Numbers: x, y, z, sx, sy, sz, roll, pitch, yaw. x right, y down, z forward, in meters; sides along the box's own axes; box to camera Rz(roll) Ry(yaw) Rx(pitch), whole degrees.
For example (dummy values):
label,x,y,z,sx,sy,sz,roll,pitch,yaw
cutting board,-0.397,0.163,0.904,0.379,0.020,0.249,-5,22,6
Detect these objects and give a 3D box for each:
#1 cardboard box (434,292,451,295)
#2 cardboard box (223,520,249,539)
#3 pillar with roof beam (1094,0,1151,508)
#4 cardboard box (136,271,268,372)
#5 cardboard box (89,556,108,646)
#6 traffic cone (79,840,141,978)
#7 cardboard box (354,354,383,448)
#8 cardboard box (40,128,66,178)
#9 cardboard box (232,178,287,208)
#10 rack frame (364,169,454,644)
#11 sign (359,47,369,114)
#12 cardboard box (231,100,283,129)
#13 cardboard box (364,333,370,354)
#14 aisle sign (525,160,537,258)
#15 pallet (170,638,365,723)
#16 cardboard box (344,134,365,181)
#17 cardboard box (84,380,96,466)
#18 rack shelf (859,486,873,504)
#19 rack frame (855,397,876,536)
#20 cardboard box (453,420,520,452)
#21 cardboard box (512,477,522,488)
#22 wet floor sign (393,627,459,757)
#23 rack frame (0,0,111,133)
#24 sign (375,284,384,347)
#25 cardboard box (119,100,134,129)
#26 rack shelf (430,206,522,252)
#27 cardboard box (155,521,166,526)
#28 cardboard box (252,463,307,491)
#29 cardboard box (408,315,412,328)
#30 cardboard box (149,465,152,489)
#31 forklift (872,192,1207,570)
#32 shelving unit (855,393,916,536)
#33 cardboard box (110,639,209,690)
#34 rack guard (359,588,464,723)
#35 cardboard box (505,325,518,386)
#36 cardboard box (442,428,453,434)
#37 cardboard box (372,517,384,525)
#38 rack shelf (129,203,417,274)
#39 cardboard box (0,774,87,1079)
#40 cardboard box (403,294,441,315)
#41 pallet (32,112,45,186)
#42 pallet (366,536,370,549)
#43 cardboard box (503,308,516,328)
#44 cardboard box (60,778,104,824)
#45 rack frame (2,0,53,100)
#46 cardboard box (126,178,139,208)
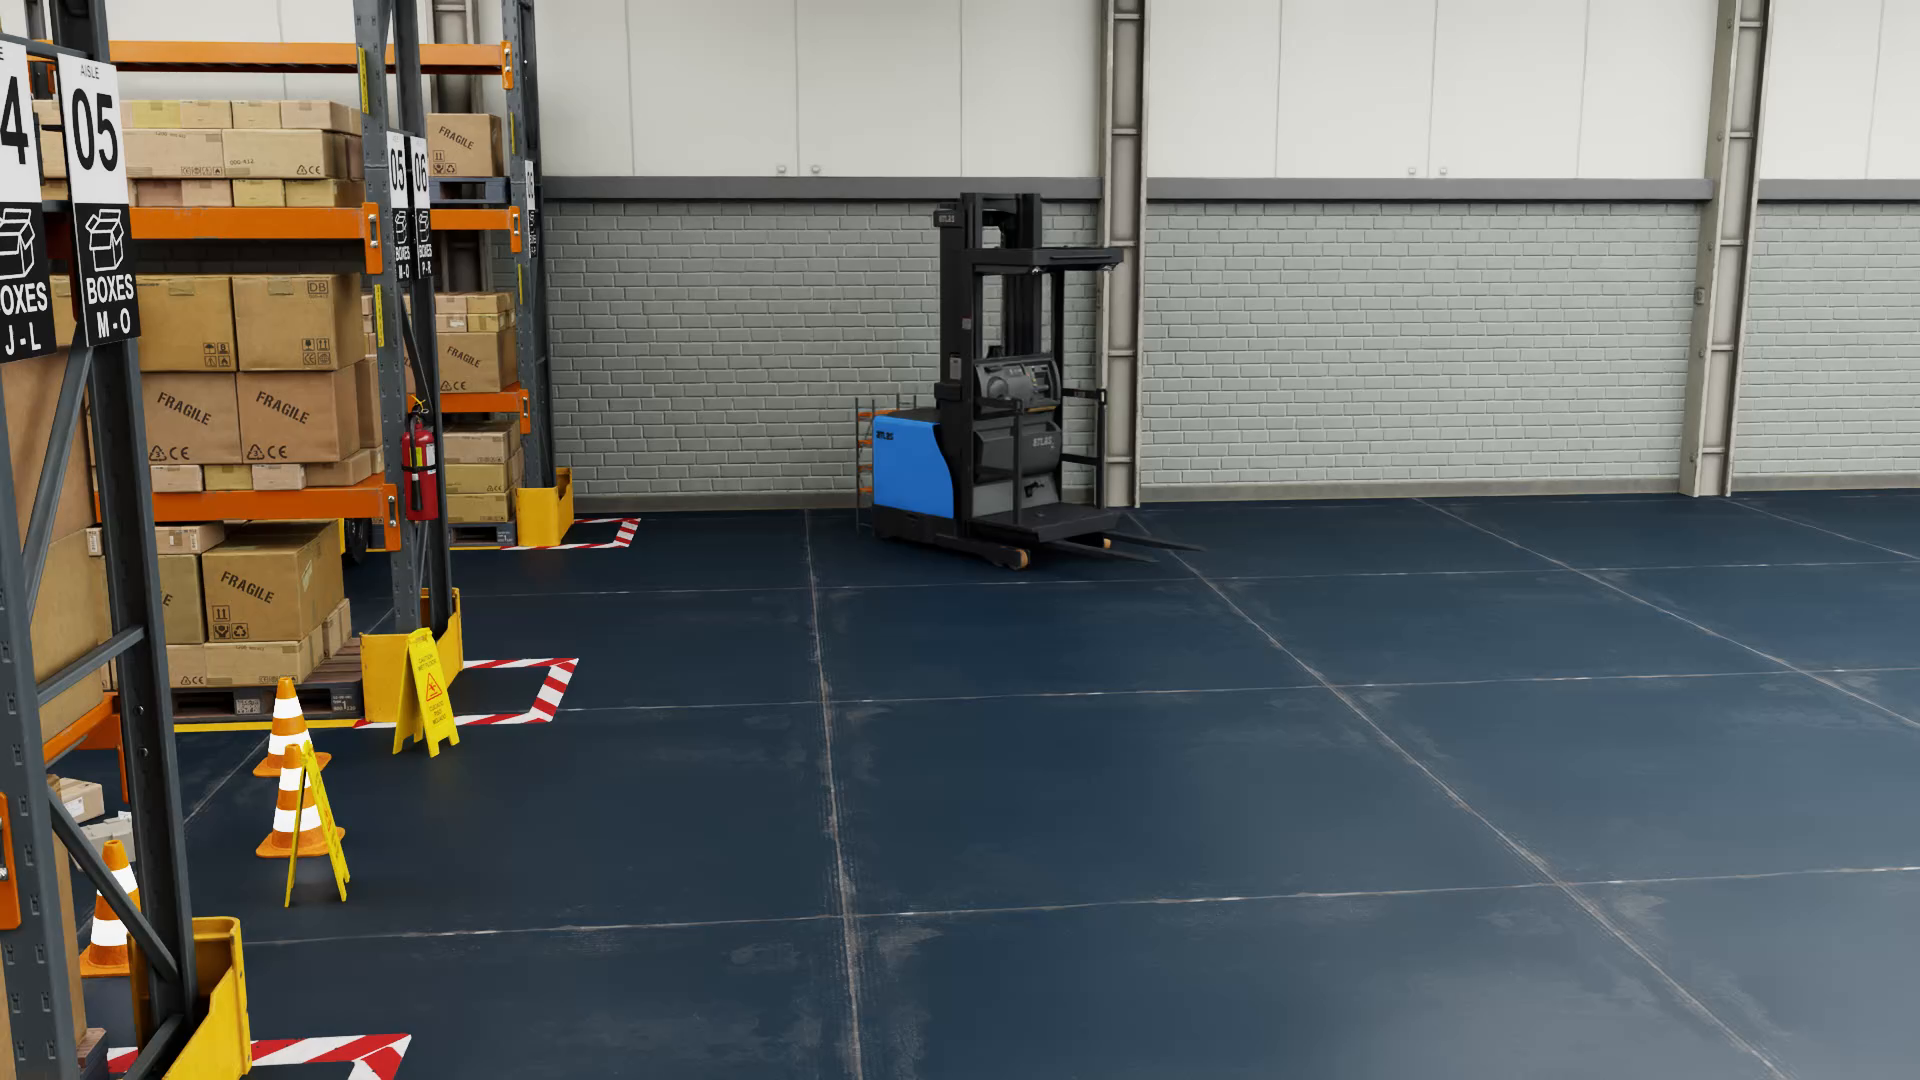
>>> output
label,x,y,z,sx,sy,sz,roll,pitch,yaw
cardboard box,-4.543,-2.066,14.388,0.250,0.149,0.380,-1,11,-5
cardboard box,-4.496,0.177,9.785,0.500,0.500,0.500,-2,11,-8
pillar with roof beam,1.979,-3.927,11.016,0.400,9.000,9.100,-1,11,-6
cardboard box,-4.109,-1.198,9.063,0.500,0.500,0.700,-1,11,-6
cardboard box,-4.910,0.289,9.219,0.500,0.500,0.500,-1,11,-7
traffic cone,-3.167,1.357,6.267,0.334,0.463,0.336,-1,11,-6
cardboard box,-3.622,-0.812,9.694,0.500,0.500,0.500,-1,11,-7
cardboard box,-4.616,-2.034,8.779,0.500,0.250,0.500,-1,11,-4
cardboard box,-3.689,-1.850,8.877,0.250,0.149,0.380,-1,11,-6
rack frame,-3.121,-0.574,9.512,0.127,3.000,1.000,-1,11,-6
sign,-3.081,-2.373,8.593,0.005,0.325,0.100,-1,11,-6
cardboard box,-3.686,-2.252,8.856,0.250,0.149,0.380,-1,11,-5
cardboard box,-5.148,-1.494,13.935,0.500,0.500,0.500,-1,11,-7
aisle sign,-3.564,-2.746,13.823,0.004,0.787,0.394,-1,11,-6
pallet,-4.008,0.806,9.721,1.213,0.211,1.003,-1,11,-6
cardboard box,-3.650,-2.159,9.415,0.500,0.250,0.500,-1,11,-7
cardboard box,-4.627,-0.686,9.049,0.500,0.500,0.500,-1,11,-6
rack shelf,-0.649,-0.411,14.727,0.480,0.148,0.258,-11,15,-43
rack frame,-0.823,-0.639,14.508,0.015,1.200,0.240,-11,15,-43
cardboard box,-4.159,-0.900,14.615,0.500,0.250,0.500,-1,11,-7
cardboard box,-4.170,-0.410,14.717,0.500,0.250,0.500,-1,11,-6
wet floor sign,-2.817,0.782,8.715,0.232,0.644,0.267,3,11,14
rack frame,-2.486,-2.570,4.115,0.127,3.000,1.000,-1,11,-6
sign,-3.081,-1.190,8.826,0.005,0.325,0.100,-1,11,-6
cardboard box,-4.439,-2.244,8.815,0.250,0.149,0.380,-1,11,-6
rack shelf,-5.649,-2.603,13.921,4.000,0.370,1.077,-1,11,-6
cardboard box,-4.497,-0.025,9.134,0.250,0.149,0.380,-1,11,-5
cardboard box,-3.710,-0.375,9.152,0.250,0.149,0.380,-1,11,-7
cardboard box,-4.491,-1.827,13.947,0.250,0.149,0.380,-1,11,-5
cardboard box,-4.489,-0.385,9.199,0.250,0.149,0.380,-1,11,-5
forklift,0.623,-1.314,13.451,1.130,2.935,3.031,-11,15,-43
shelving unit,-0.649,-0.672,14.676,0.503,1.200,0.258,-11,15,-43
cardboard box,-4.411,0.647,9.341,0.500,0.250,0.500,-1,11,-6
rack guard,-3.197,0.654,9.745,0.348,0.500,1.175,-1,11,-6
cardboard box,-4.183,-1.618,14.562,0.500,0.500,0.500,-1,11,-4
cardboard box,-4.592,-0.792,14.068,0.500,0.250,0.500,-1,11,-5
cardboard box,-5.088,-0.295,14.132,0.500,0.250,0.500,-1,11,-5
rack shelf,-5.109,-1.651,9.080,4.000,0.370,1.077,-1,11,-6
cardboard box,-3.153,1.237,4.722,0.875,0.875,0.875,-1,11,-6
cardboard box,-4.493,-1.969,13.898,0.250,0.149,0.380,-1,11,-5
pallet,-3.222,-1.038,4.324,1.213,0.211,1.003,-1,11,-6
pallet,-5.627,-0.109,14.374,1.213,0.211,1.003,-1,11,-6
cardboard box,-4.026,-1.936,14.498,0.250,0.149,0.380,-1,11,-8
cardboard box,-4.205,1.240,7.677,0.250,0.149,0.380,5,12,23
rack frame,-7.637,-4.386,13.351,0.127,3.000,1.000,-1,11,-6
cardboard box,-4.459,-1.844,8.848,0.250,0.149,0.380,-1,11,-7
